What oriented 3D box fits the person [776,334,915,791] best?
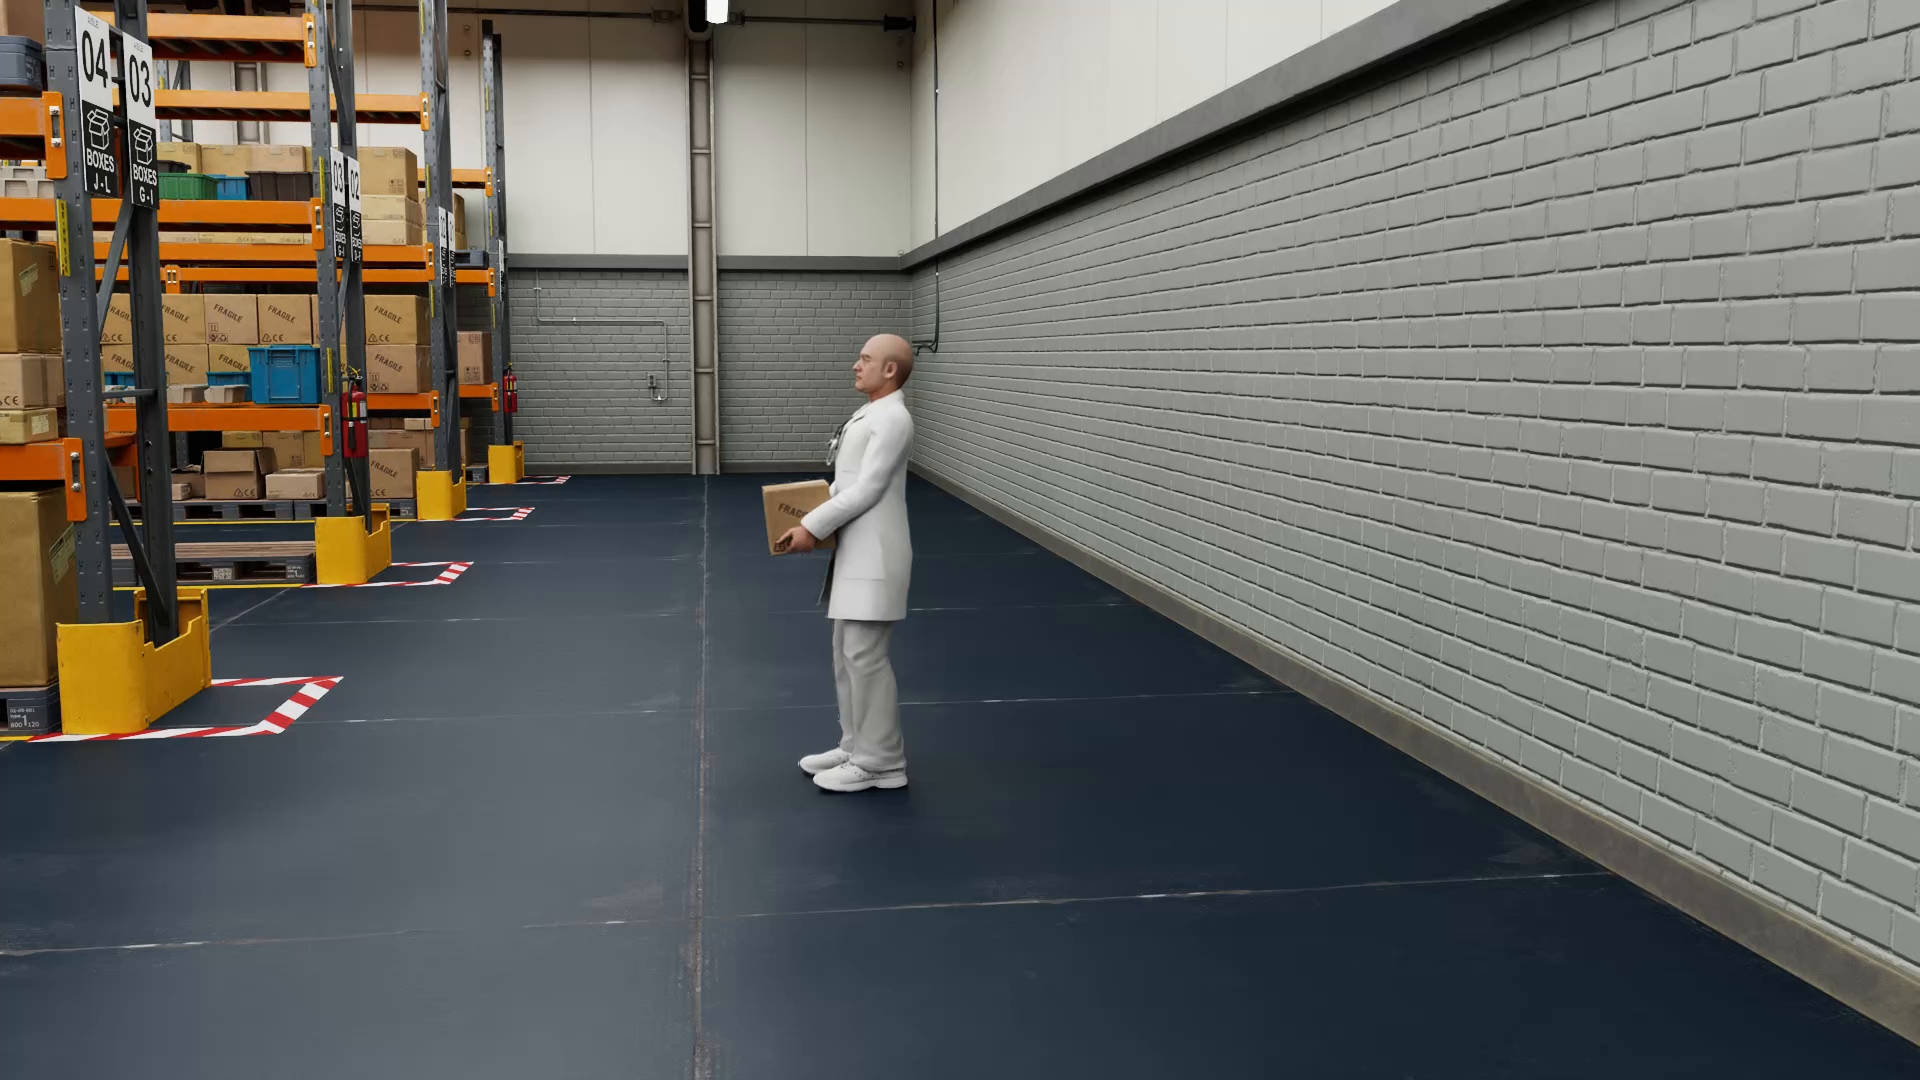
[{"bbox_3d":[-0.451,0.082,6.541,0.554,1.773,0.528,-1,6,-9],"label":"person"}]
